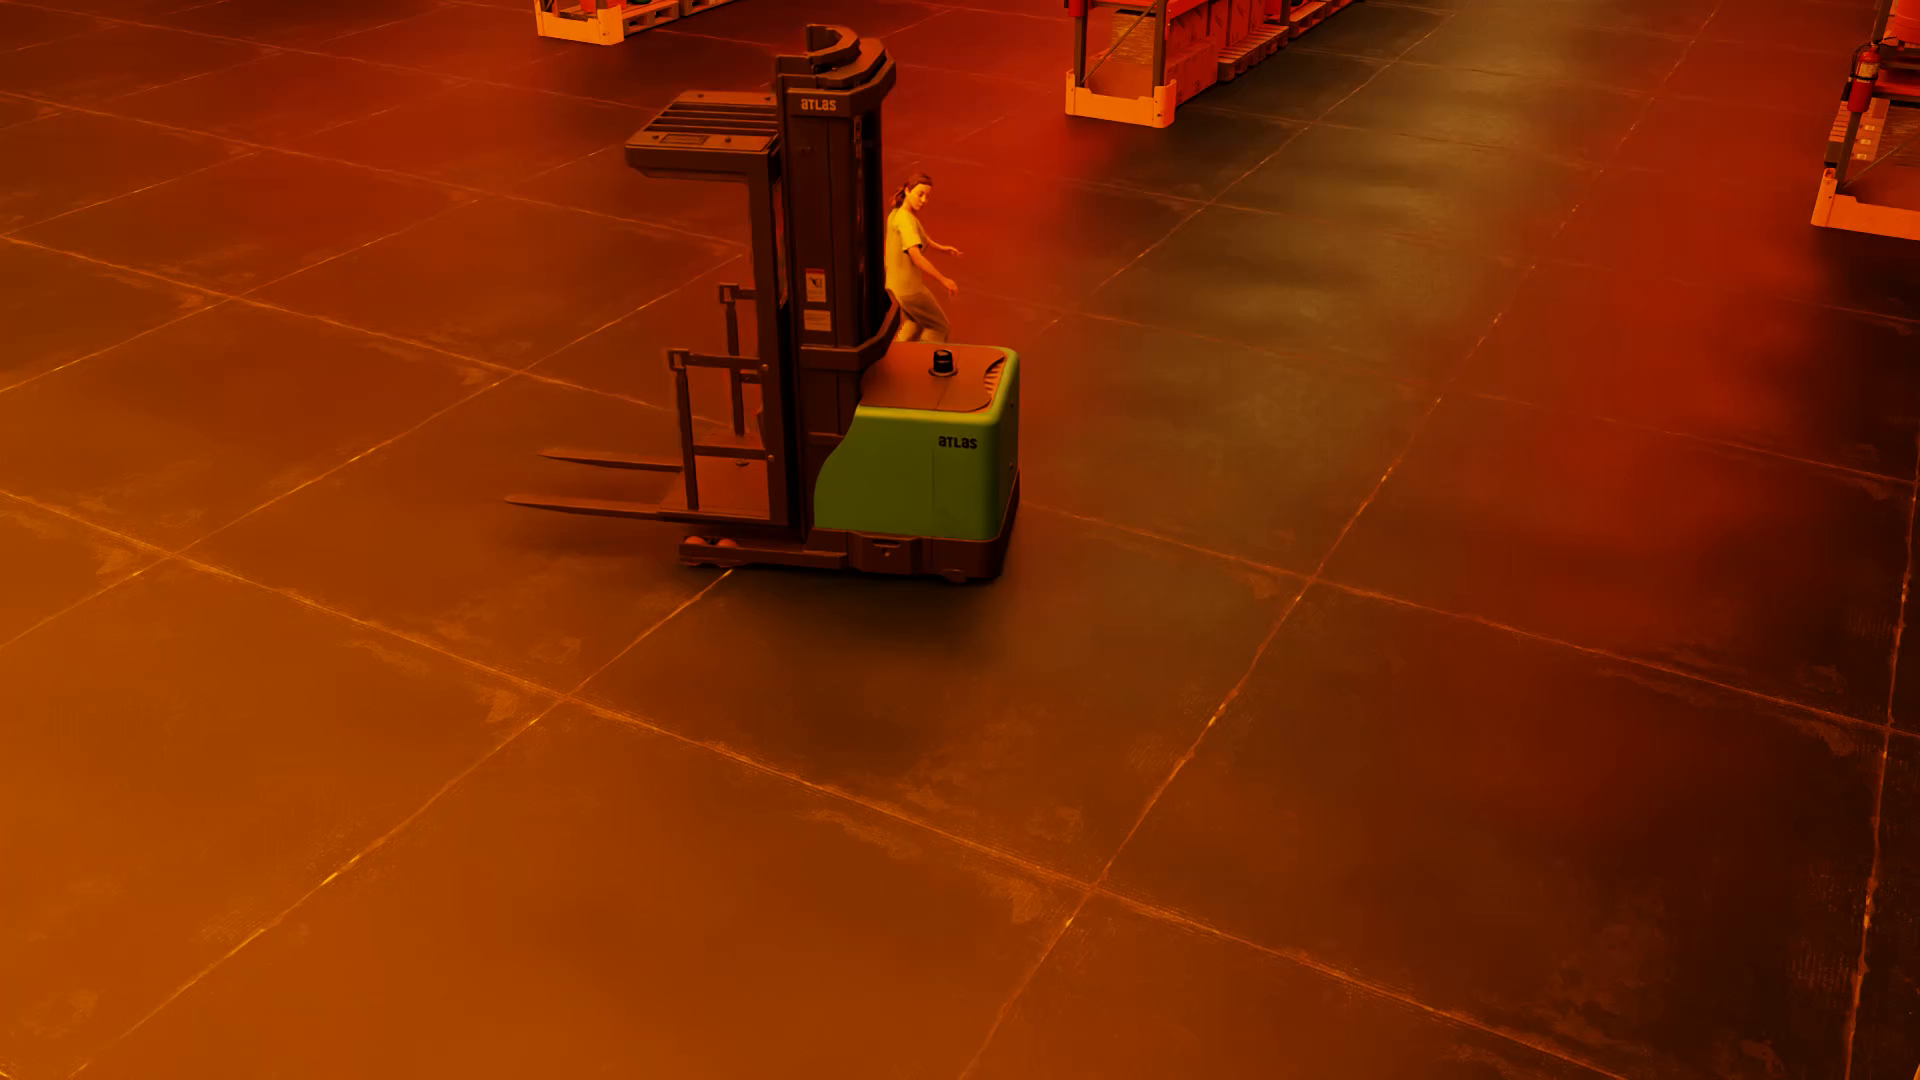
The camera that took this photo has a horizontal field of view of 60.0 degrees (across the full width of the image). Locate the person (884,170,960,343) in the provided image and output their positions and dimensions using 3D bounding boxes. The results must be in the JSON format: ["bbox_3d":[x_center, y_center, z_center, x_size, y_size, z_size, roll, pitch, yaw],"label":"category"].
[{"bbox_3d":[-0.234,-1.776,11.512,0.698,1.570,0.718,-13,33,-22],"label":"person"}]

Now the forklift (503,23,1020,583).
[{"bbox_3d":[-1.197,-1.359,9.426,3.031,2.935,1.130,5,30,8],"label":"forklift"}]
